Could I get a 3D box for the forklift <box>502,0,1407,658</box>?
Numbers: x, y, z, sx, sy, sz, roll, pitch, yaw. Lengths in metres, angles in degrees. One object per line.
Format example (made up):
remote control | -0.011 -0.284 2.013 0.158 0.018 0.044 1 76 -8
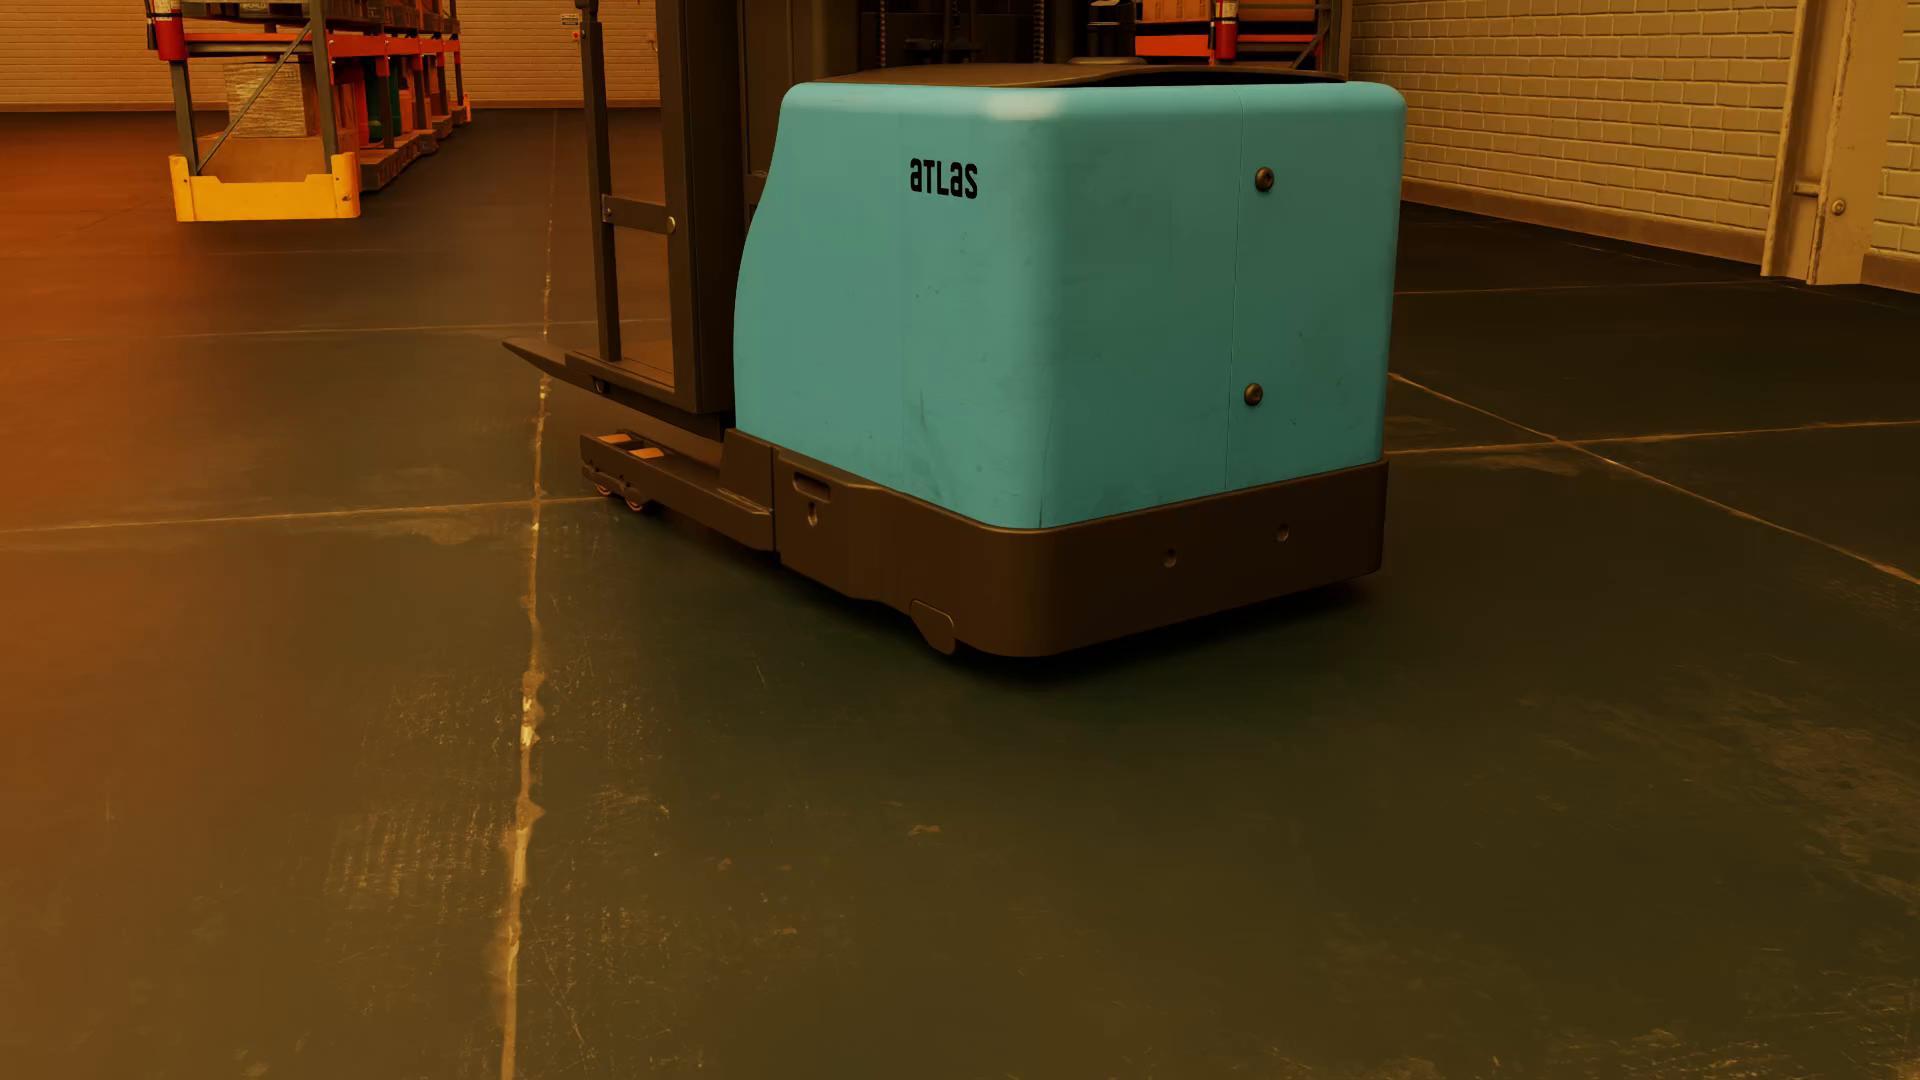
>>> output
forklift | -0.350 -1.547 4.075 1.130 2.935 3.031 -11 20 -34
